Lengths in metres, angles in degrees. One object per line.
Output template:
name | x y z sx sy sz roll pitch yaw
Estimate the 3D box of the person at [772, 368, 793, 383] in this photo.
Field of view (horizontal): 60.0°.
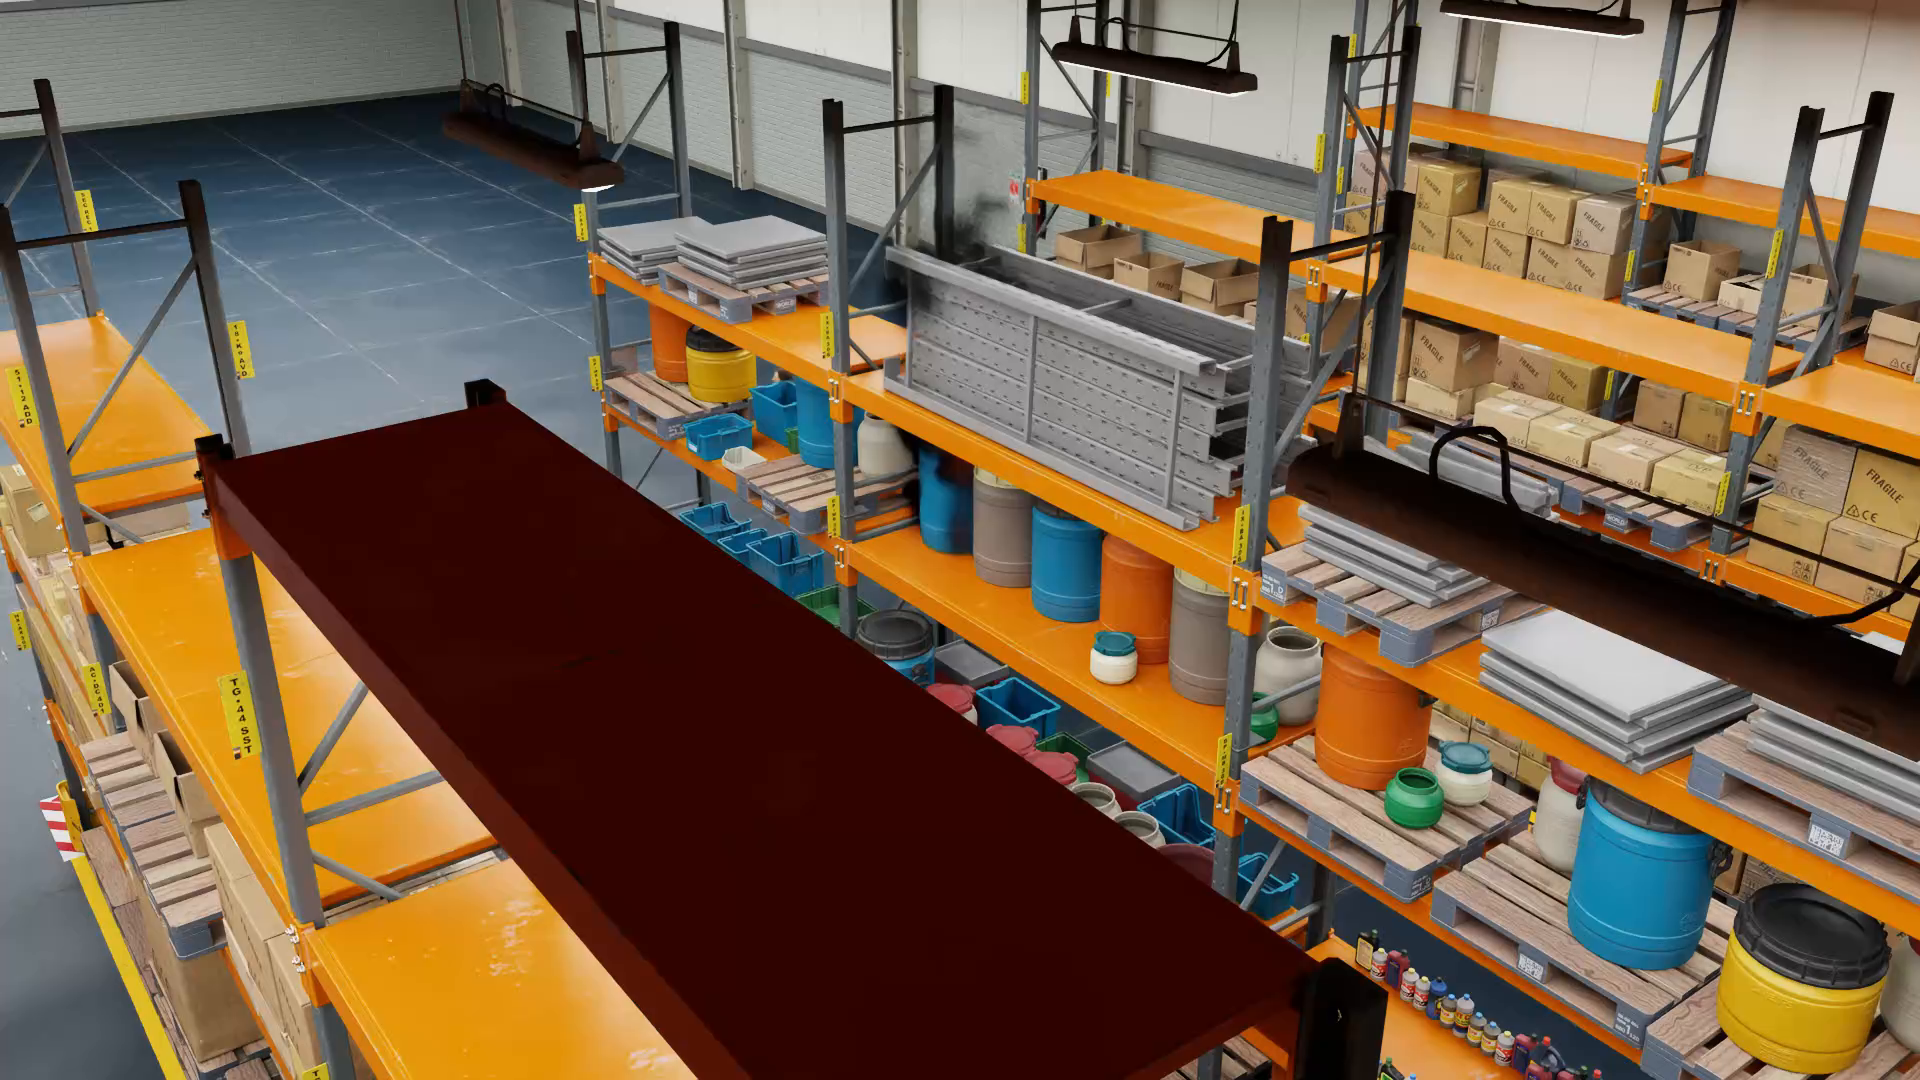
person | -2.037 -1.270 19.776 0.663 1.639 0.588 -4 25 -8
